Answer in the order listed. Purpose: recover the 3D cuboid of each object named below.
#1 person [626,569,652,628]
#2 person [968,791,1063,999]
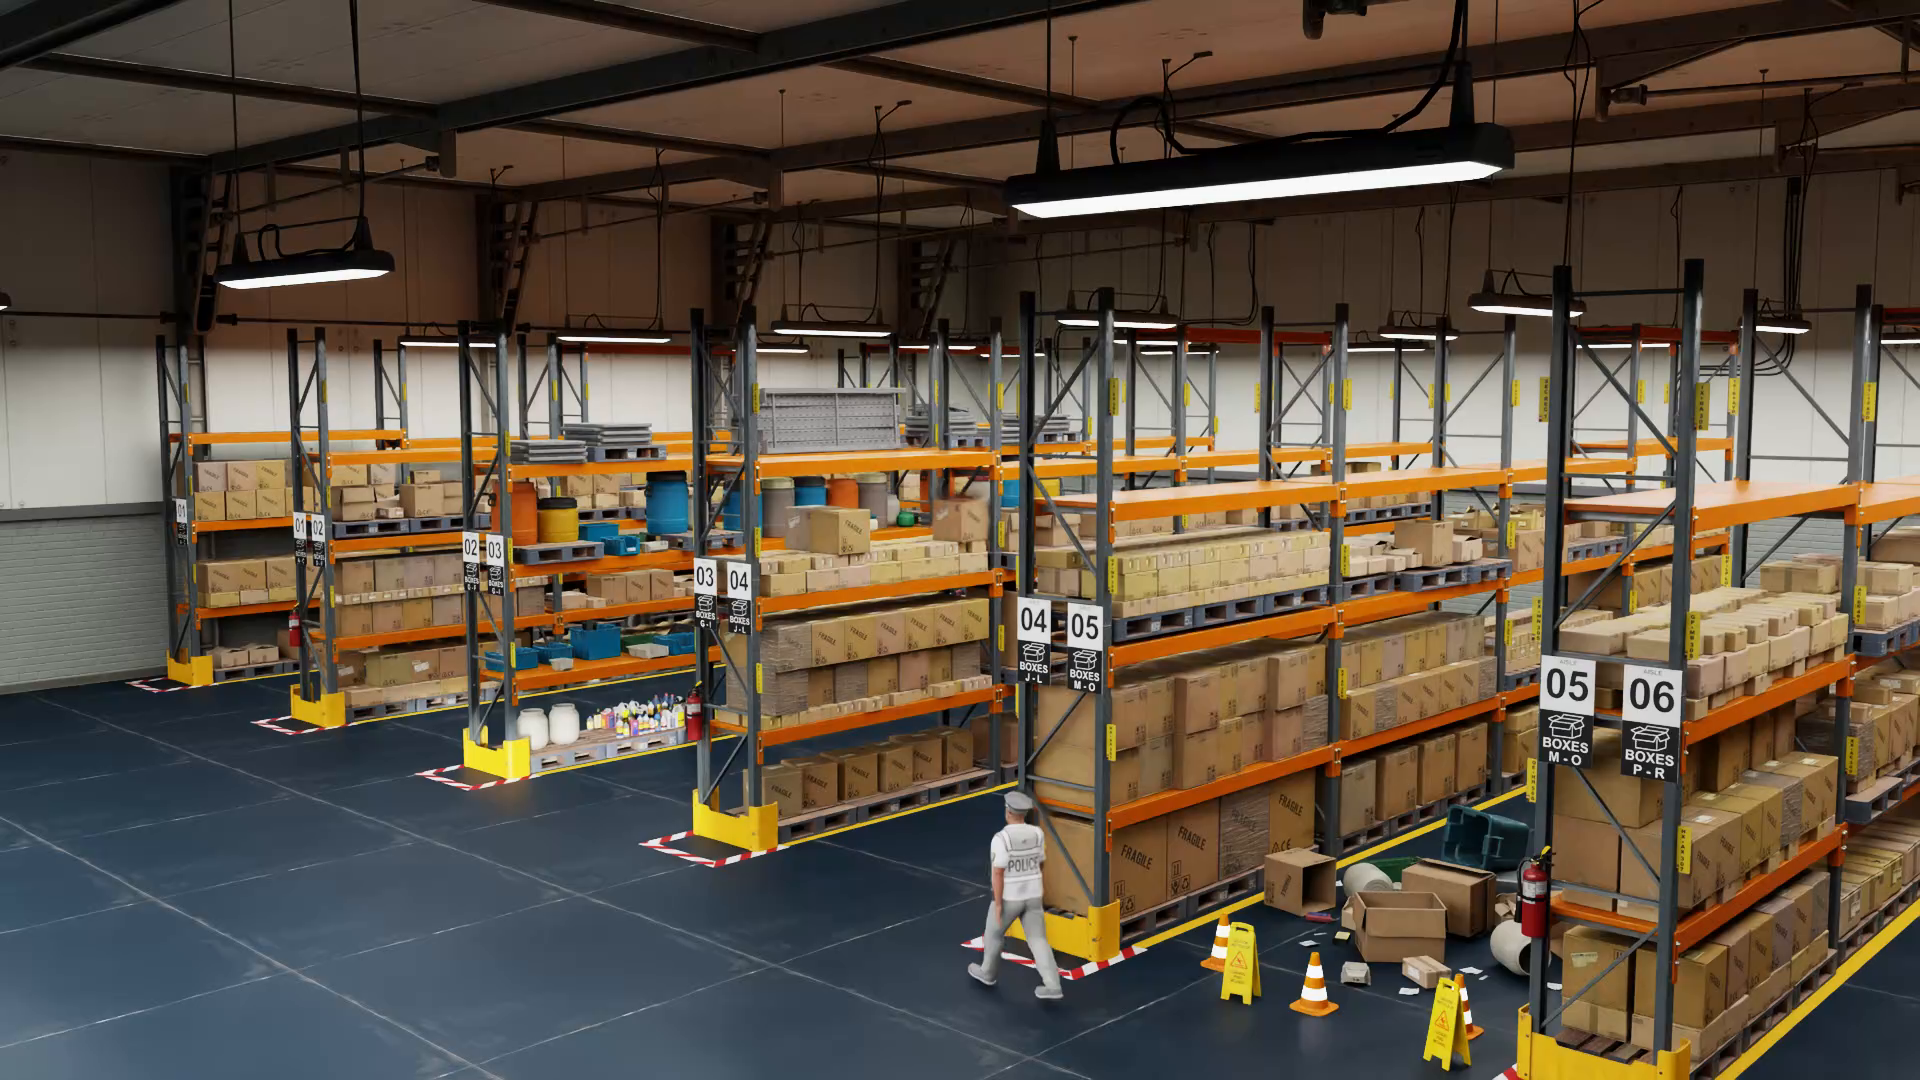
[{"bbox_3d":[-6.123,1.350,31.784,0.552,1.627,1.033,5,7,40],"label":"person"},{"bbox_3d":[0.468,2.983,14.049,0.545,1.714,1.086,-3,6,-31],"label":"person"}]
